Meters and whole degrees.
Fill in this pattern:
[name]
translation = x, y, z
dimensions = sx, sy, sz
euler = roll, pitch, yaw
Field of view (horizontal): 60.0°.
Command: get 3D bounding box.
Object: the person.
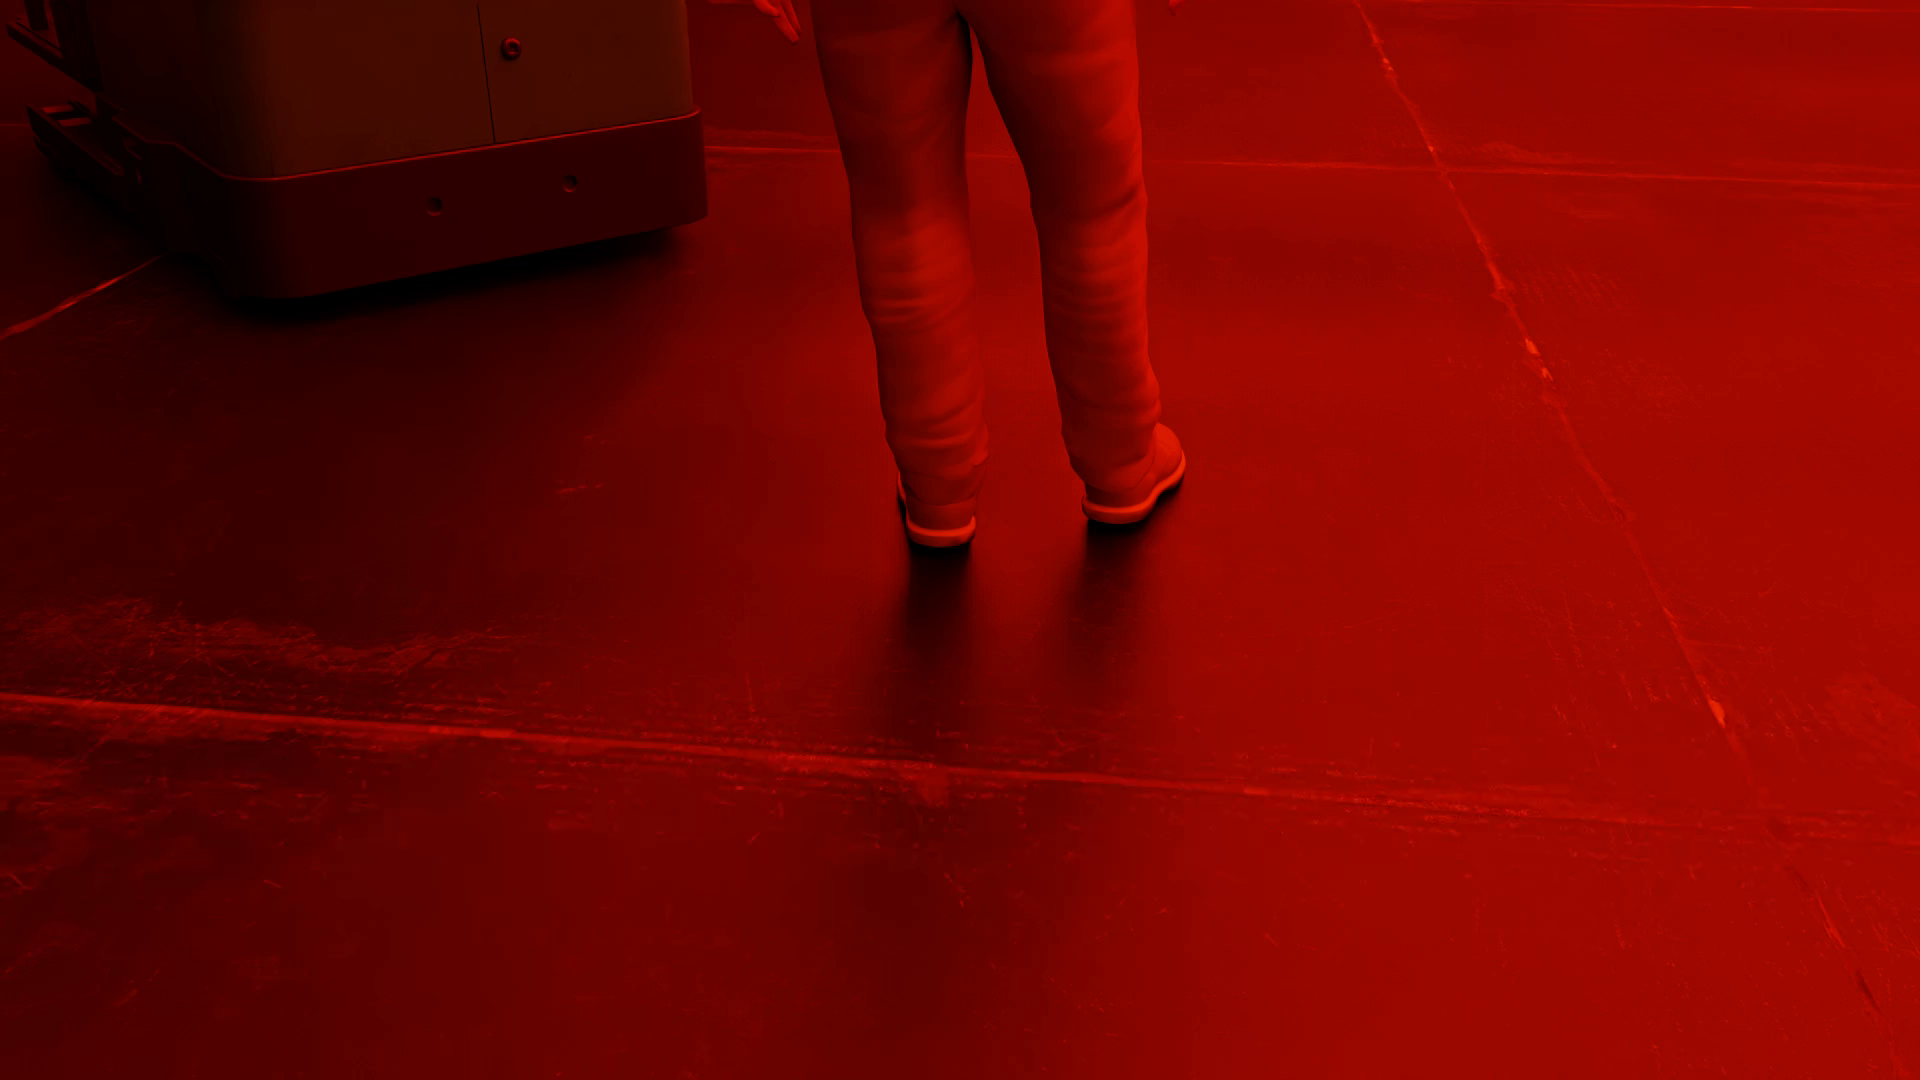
[person]
translation = 0.024, -0.819, 2.189
dimensions = 0.640, 1.727, 0.551
euler = 3, 27, 7

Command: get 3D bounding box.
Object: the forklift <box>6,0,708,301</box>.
[forklift]
translation = -1.882, -2.382, 3.993
dimensions = 1.130, 2.935, 3.031
euler = -19, 32, -33
